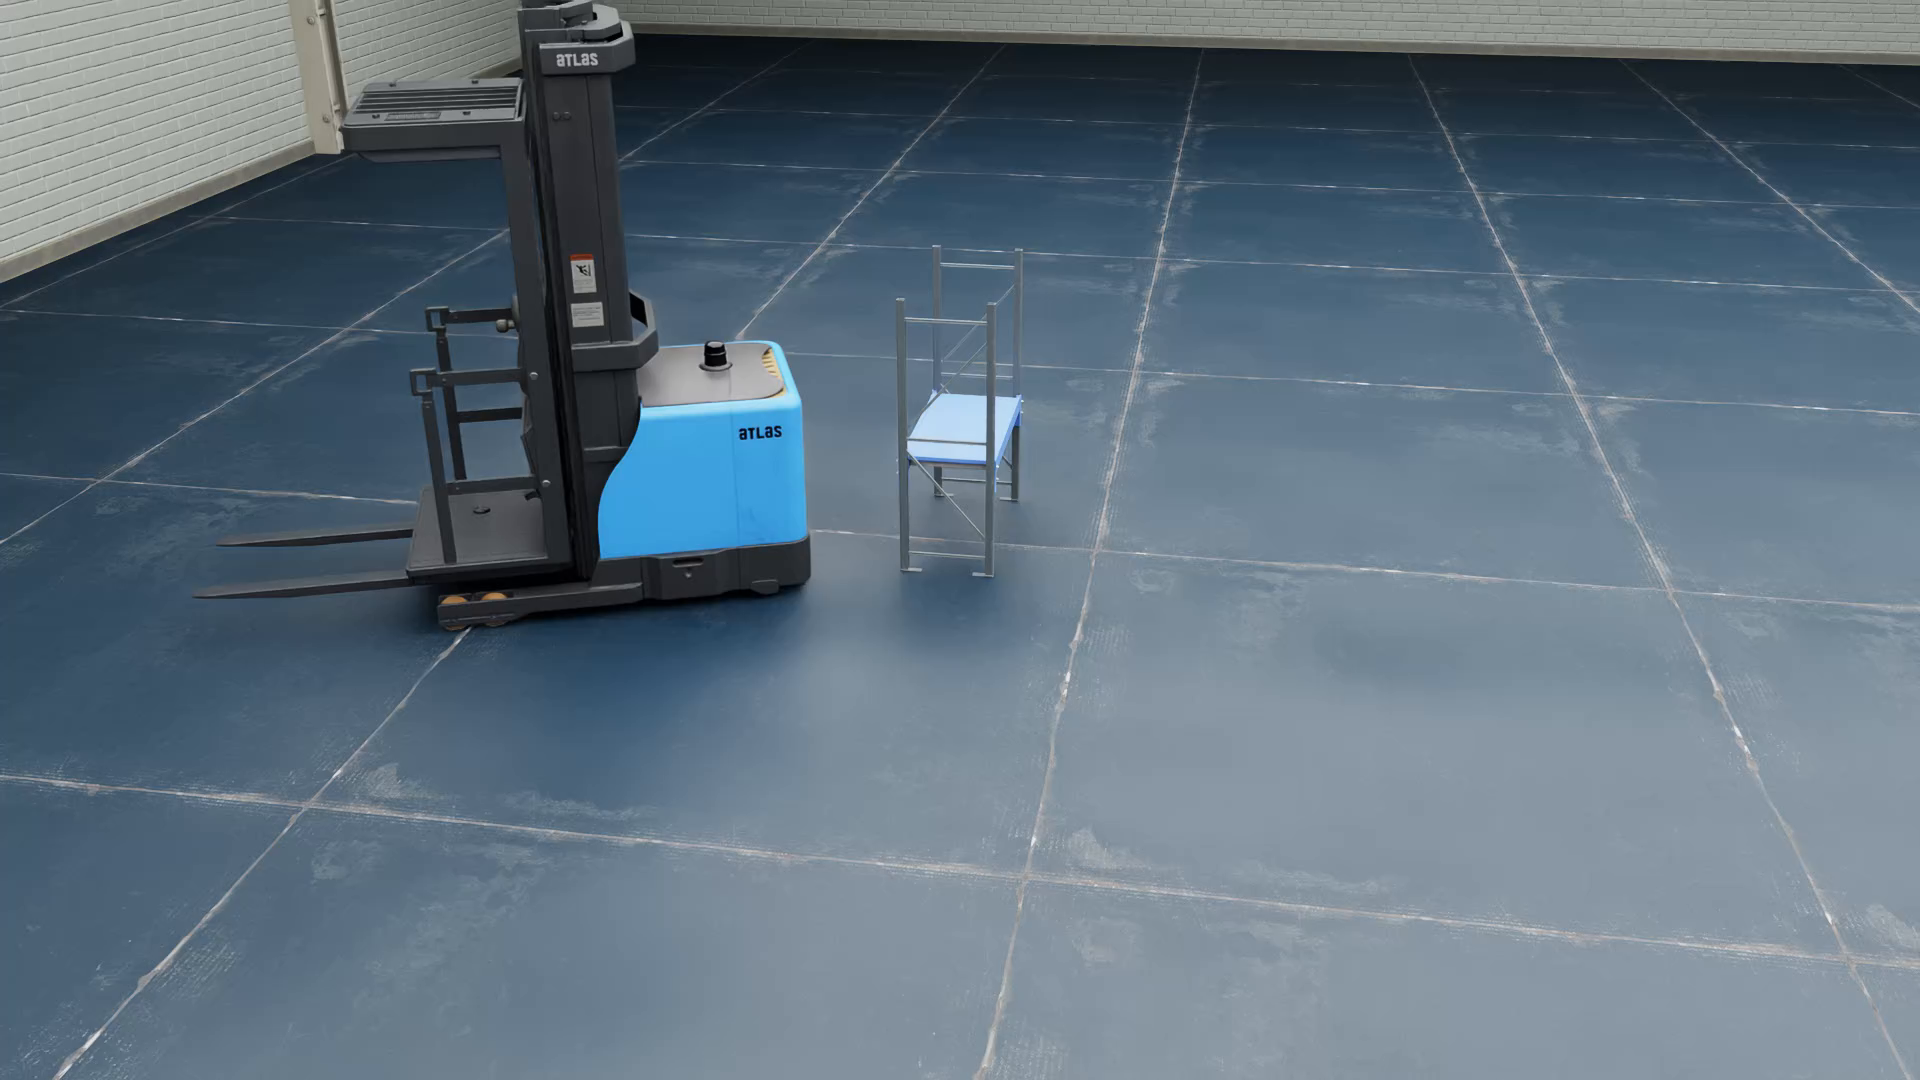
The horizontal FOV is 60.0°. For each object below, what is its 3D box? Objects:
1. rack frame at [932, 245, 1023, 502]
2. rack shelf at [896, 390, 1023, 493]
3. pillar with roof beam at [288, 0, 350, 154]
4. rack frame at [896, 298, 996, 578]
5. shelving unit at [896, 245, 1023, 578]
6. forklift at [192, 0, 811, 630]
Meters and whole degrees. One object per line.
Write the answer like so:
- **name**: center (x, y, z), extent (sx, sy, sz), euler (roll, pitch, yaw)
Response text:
- **rack frame**: center (0.097, -0.928, 9.462), extent (0.500, 1.500, 0.032), euler (4, 25, 9)
- **rack shelf**: center (0.014, -0.552, 9.085), extent (0.538, 0.185, 1.000), euler (4, 25, 9)
- **pillar with roof beam**: center (-2.728, -8.129, 16.003), extent (9.100, 9.000, 0.400), euler (4, 25, 9)
- **rack frame**: center (-0.069, -0.502, 8.554), extent (0.500, 1.500, 0.032), euler (4, 25, 9)
- **shelving unit**: center (0.014, -0.715, 9.008), extent (0.538, 1.500, 1.048), euler (4, 25, 9)
- **forklift**: center (-2.348, -1.123, 8.191), extent (3.031, 2.935, 1.130), euler (-5, 26, -11)
